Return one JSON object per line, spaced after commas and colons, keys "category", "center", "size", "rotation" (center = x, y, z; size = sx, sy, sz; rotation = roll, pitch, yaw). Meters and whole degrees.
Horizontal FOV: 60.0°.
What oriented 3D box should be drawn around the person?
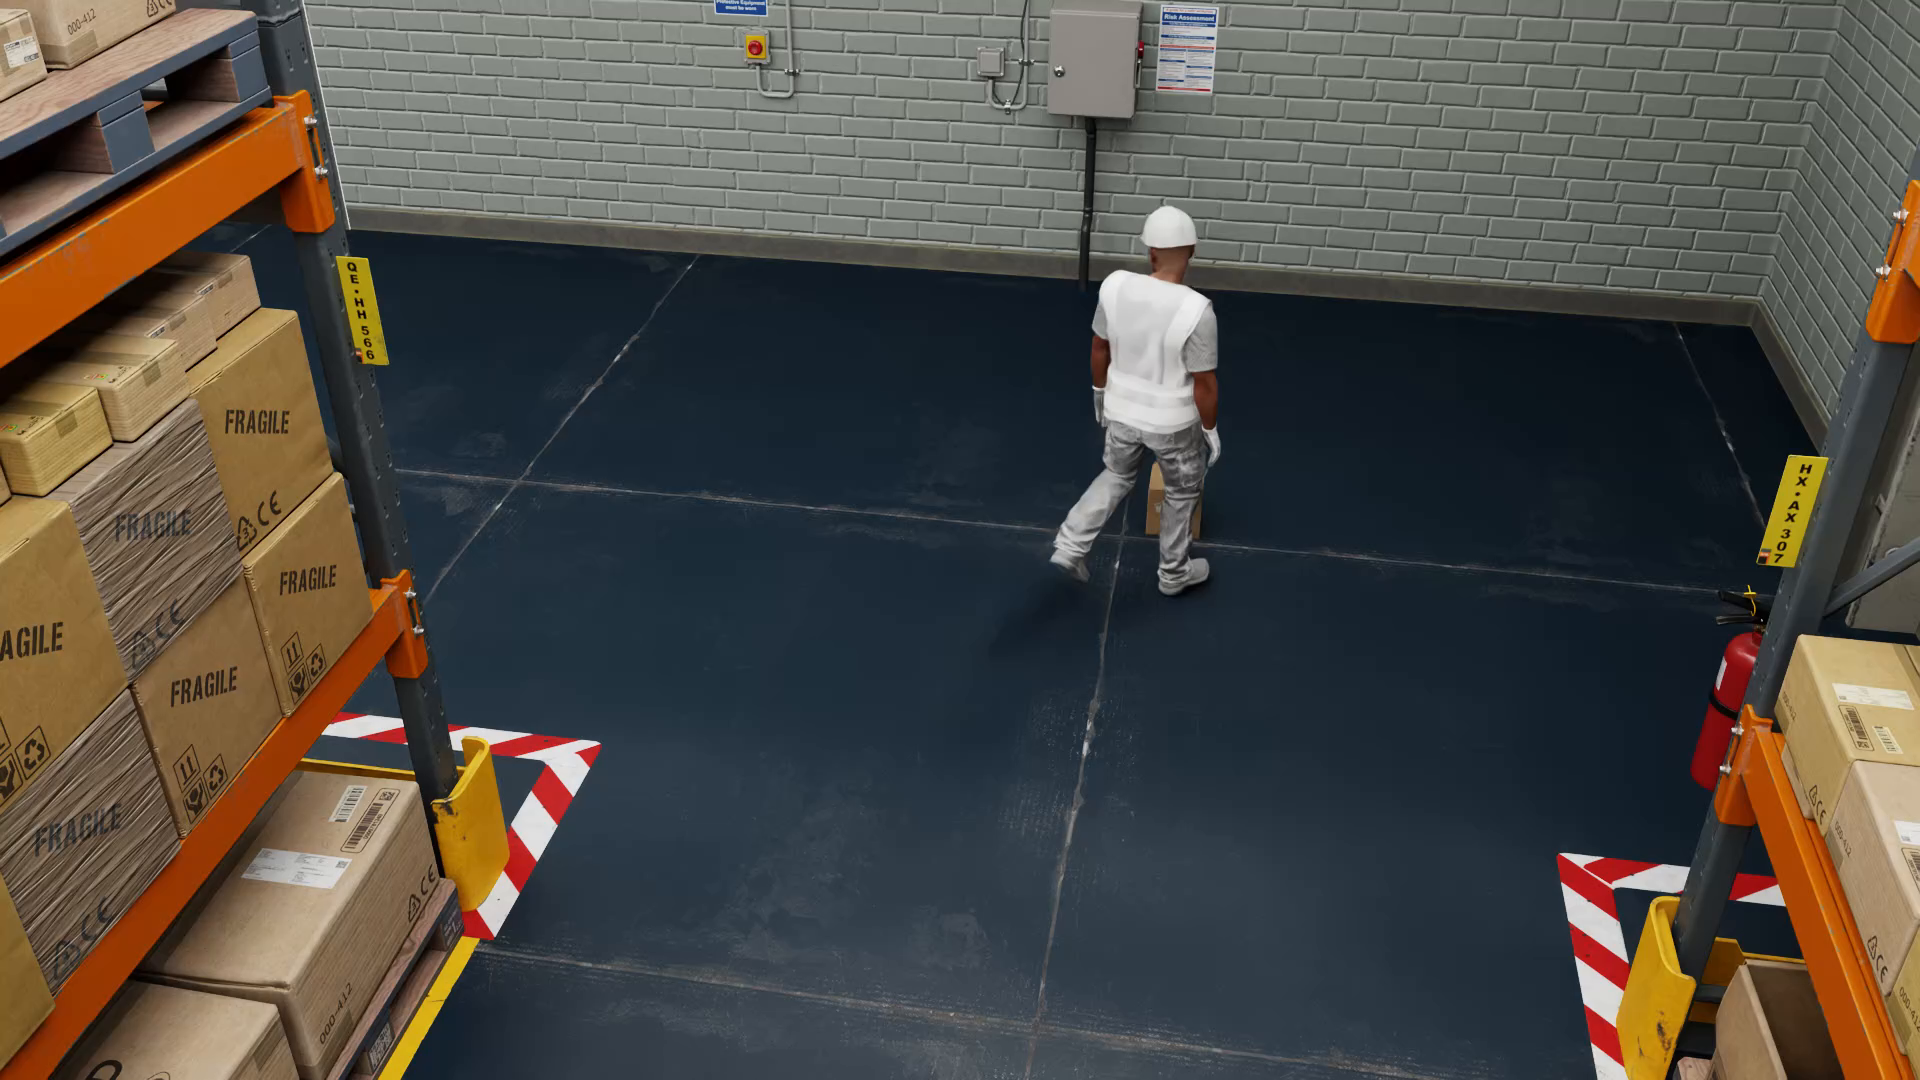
{"category": "person", "center": [0.790, -0.513, 6.920], "size": [0.600, 1.770, 0.737], "rotation": [24, 39, 33]}
